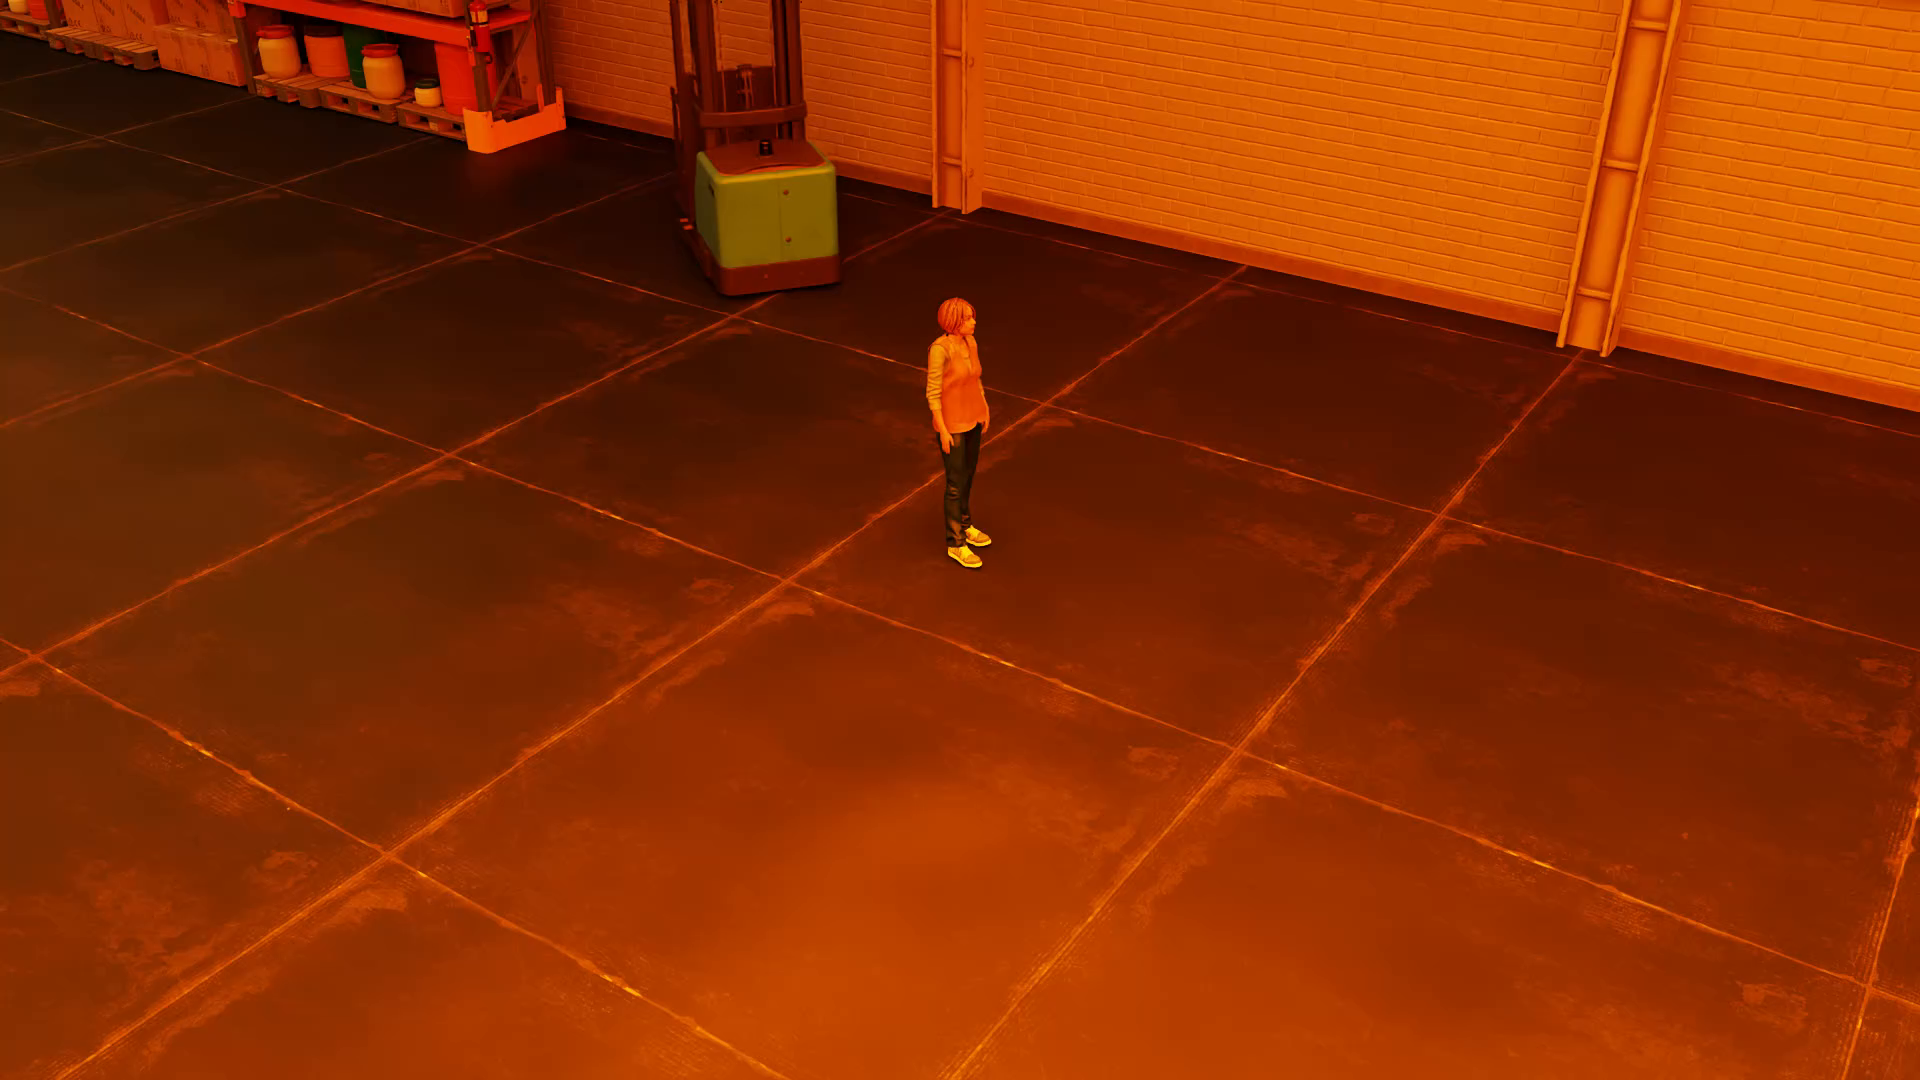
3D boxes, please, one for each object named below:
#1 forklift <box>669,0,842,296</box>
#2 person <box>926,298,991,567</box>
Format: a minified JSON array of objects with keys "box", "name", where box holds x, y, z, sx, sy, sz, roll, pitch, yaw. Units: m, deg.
[{"box":[-1.976,-4.031,14.522,1.130,2.935,3.031,-10,32,-17],"name":"forklift"},{"box":[0.054,-0.670,10.049,0.473,1.599,0.520,19,35,29],"name":"person"}]
